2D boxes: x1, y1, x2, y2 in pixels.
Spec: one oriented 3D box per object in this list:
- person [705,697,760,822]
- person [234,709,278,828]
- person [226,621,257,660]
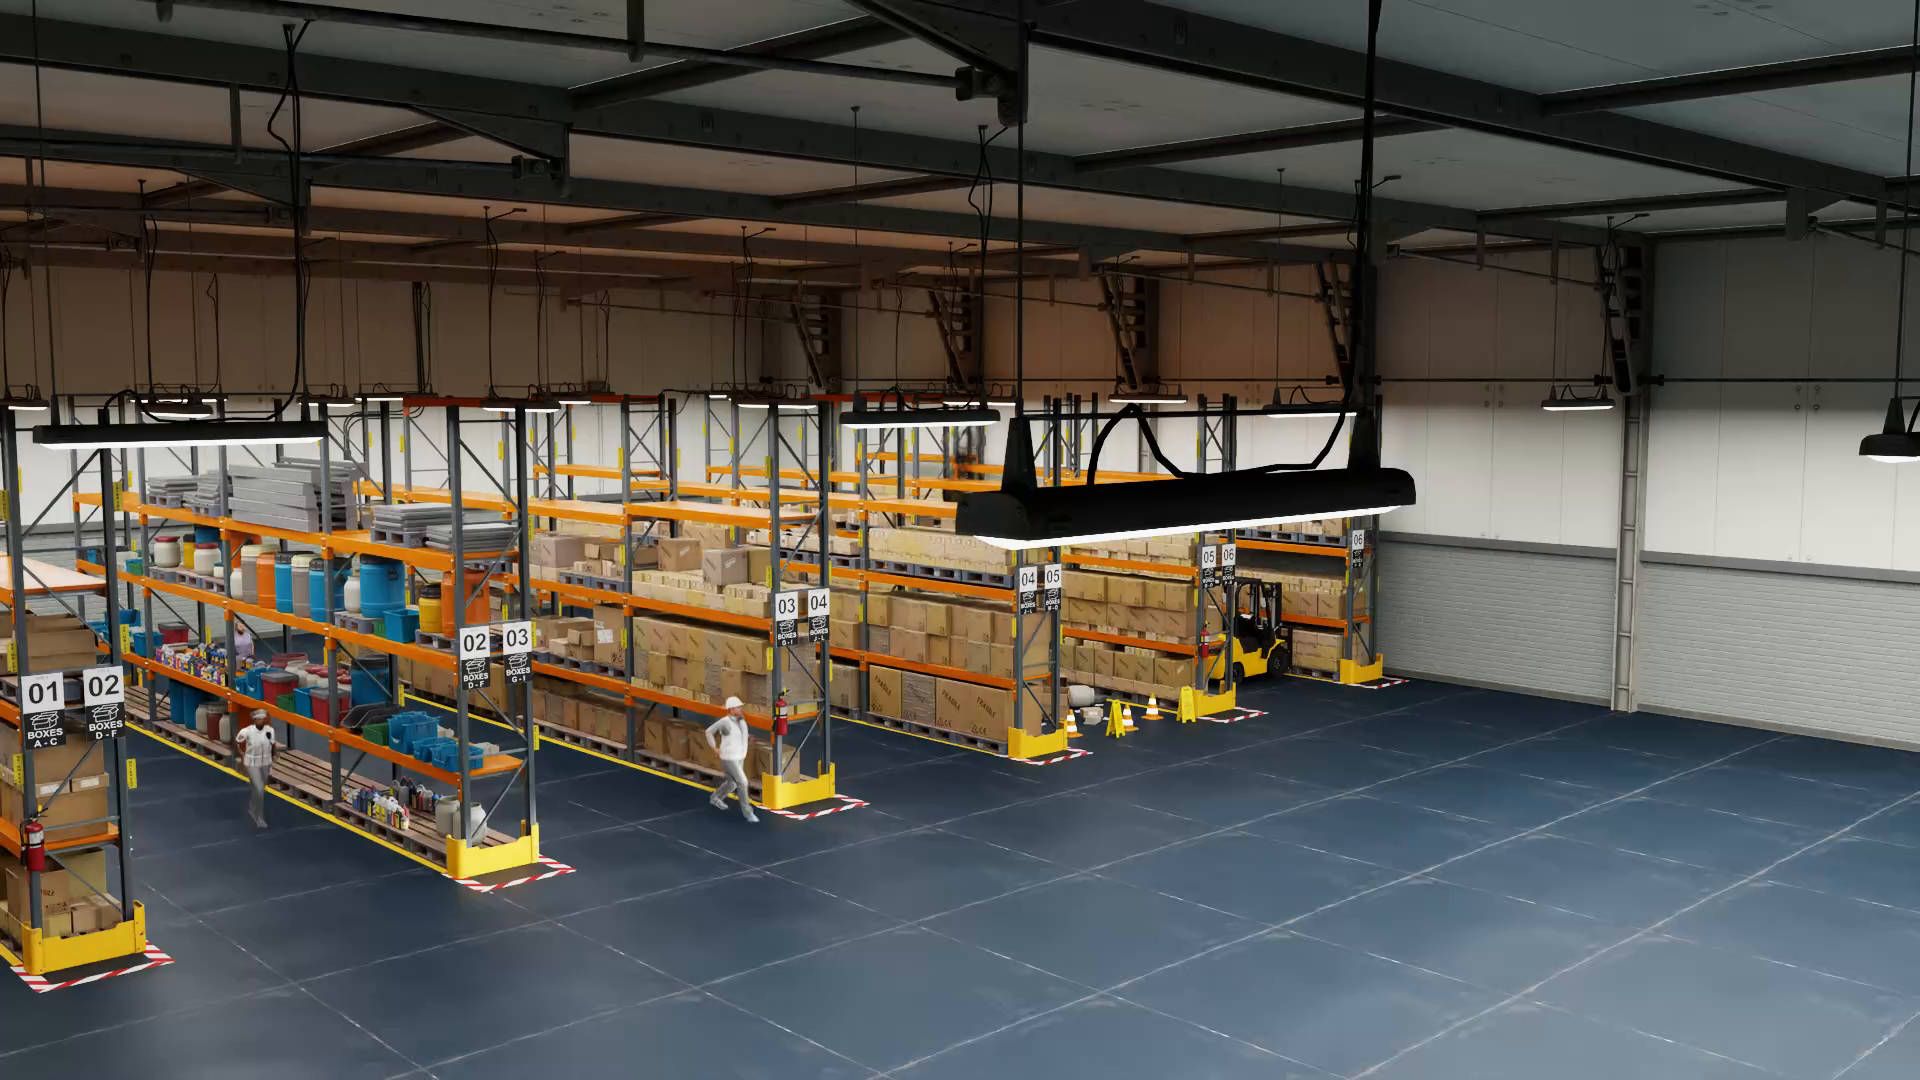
[{"bbox_3d":[-3.276,3.160,23.979,0.915,1.812,0.669,3,6,26],"label":"person"},{"bbox_3d":[-9.983,3.241,23.655,0.847,1.730,0.506,4,7,39],"label":"person"},{"bbox_3d":[-14.021,2.401,32.558,0.531,1.587,0.599,5,7,43],"label":"person"}]
